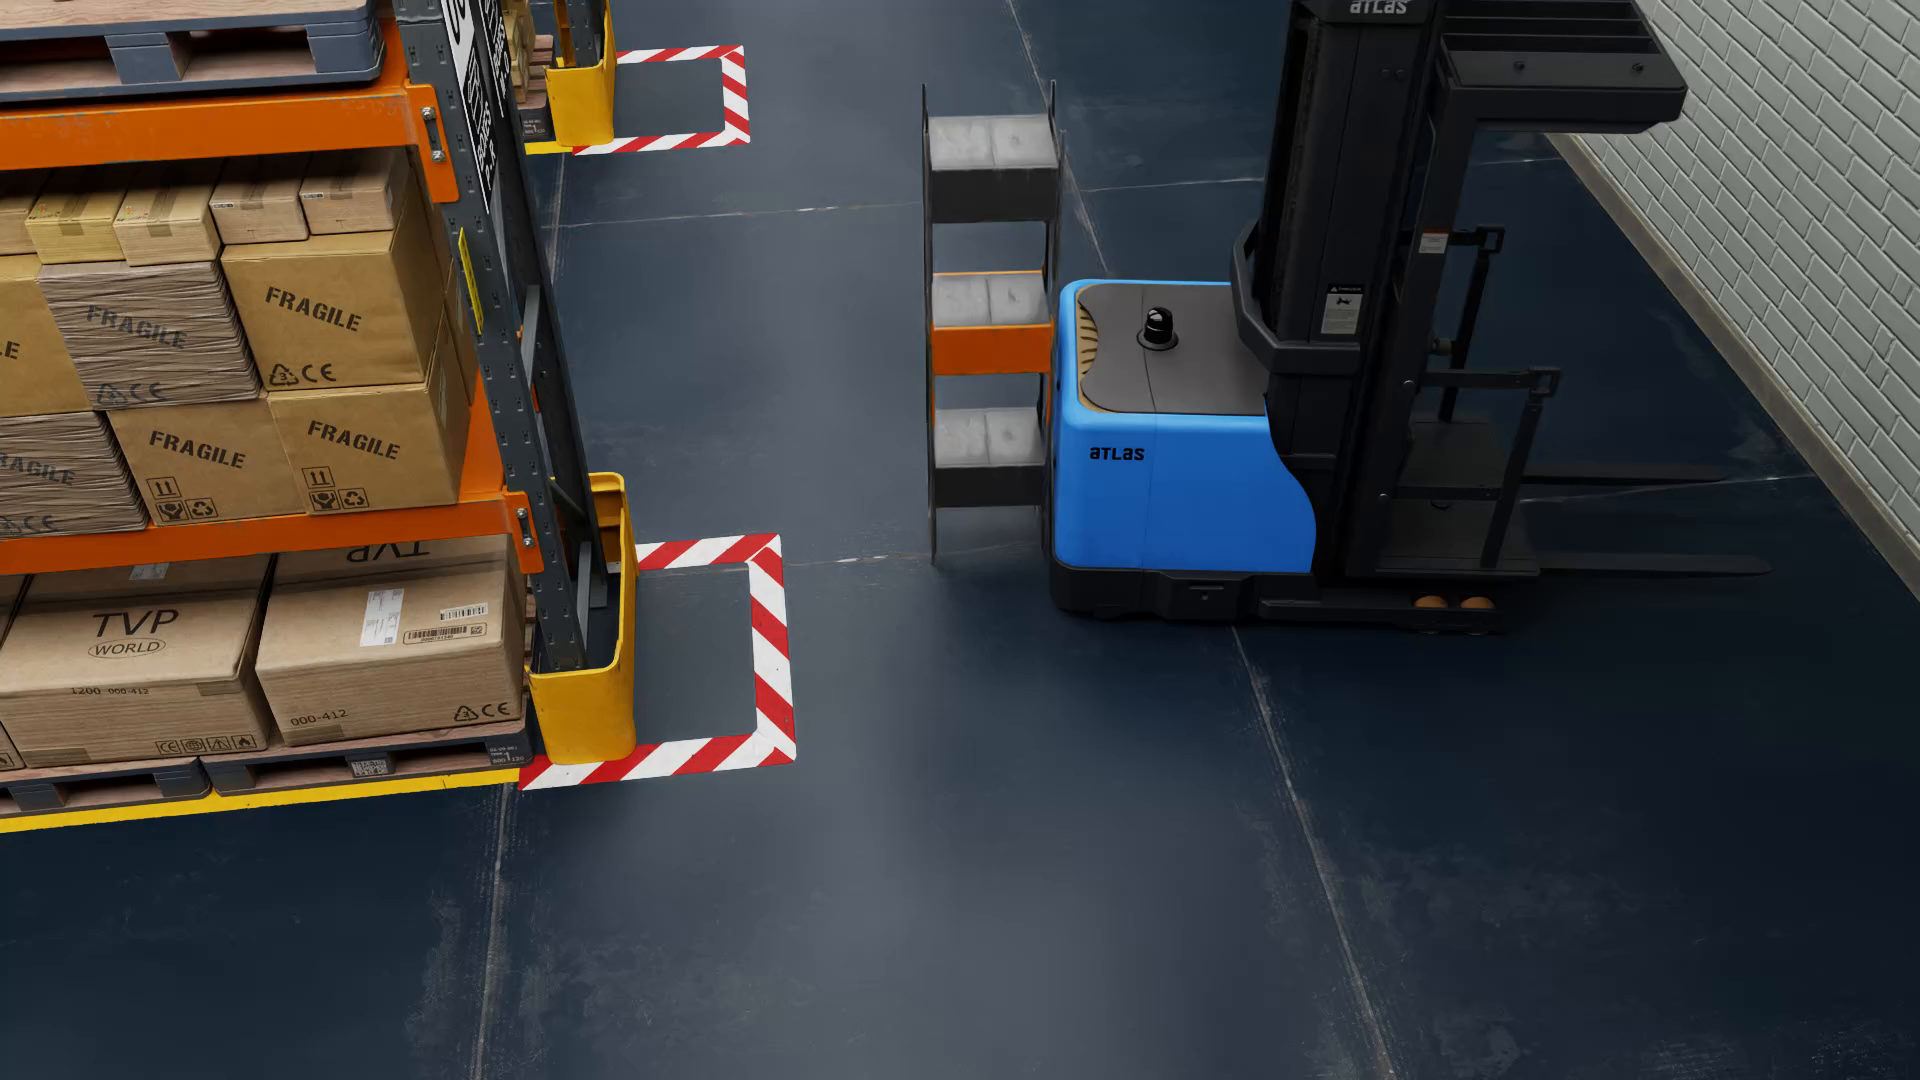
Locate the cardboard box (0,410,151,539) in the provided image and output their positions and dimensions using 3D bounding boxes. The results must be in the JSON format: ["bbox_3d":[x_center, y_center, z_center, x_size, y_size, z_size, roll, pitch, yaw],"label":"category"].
[{"bbox_3d":[-2.994,-0.364,5.555,0.500,0.500,0.500,-4,42,-4],"label":"cardboard box"}]

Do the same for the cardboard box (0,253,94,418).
[{"bbox_3d":[-2.994,-0.732,5.216,0.500,0.500,0.500,-5,42,-6],"label":"cardboard box"}]

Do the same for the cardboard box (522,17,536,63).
[{"bbox_3d":[-2.845,-3.173,10.558,0.250,0.149,0.380,-4,42,-5],"label":"cardboard box"}]

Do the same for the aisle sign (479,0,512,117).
[{"bbox_3d":[-1.508,-1.794,5.273,0.004,0.787,0.394,-5,42,-6],"label":"aisle sign"}]

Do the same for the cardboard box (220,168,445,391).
[{"bbox_3d":[-1.989,-0.838,5.334,0.500,0.500,0.500,-4,42,-4],"label":"cardboard box"}]

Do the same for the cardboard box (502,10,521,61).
[{"bbox_3d":[-2.776,-3.012,9.936,0.250,0.149,0.380,-5,42,-5],"label":"cardboard box"}]

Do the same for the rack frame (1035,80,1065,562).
[{"bbox_3d":[0.360,-0.815,6.801,0.015,2.100,0.400,-2,42,-2],"label":"rack frame"}]

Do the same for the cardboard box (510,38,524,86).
[{"bbox_3d":[-2.770,-2.881,10.012,0.250,0.149,0.380,-6,42,-7],"label":"cardboard box"}]

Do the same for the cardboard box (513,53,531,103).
[{"bbox_3d":[-2.779,-2.822,10.169,0.250,0.149,0.380,-4,42,-5],"label":"cardboard box"}]

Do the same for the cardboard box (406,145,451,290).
[{"bbox_3d":[-2.055,-1.186,5.719,0.500,0.500,0.500,-6,42,-6],"label":"cardboard box"}]

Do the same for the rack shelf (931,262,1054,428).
[{"bbox_3d":[0.117,-0.797,6.801,0.480,0.518,0.431,-2,42,-2],"label":"rack shelf"}]

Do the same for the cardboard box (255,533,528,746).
[{"bbox_3d":[-2.183,0.289,6.504,0.875,0.438,0.875,-6,42,-7],"label":"cardboard box"}]

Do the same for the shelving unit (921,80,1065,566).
[{"bbox_3d":[0.117,-0.807,6.792,0.503,2.100,0.431,-2,42,-2],"label":"shelving unit"}]

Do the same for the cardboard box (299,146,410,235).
[{"bbox_3d":[-1.872,-1.115,5.156,0.250,0.149,0.380,-4,42,-5],"label":"cardboard box"}]

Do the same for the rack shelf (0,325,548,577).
[{"bbox_3d":[-3.525,-0.189,5.972,4.000,0.370,1.077,-5,42,-6],"label":"rack shelf"}]

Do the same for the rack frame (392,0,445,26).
[{"bbox_3d":[-1.542,-2.857,3.914,0.127,3.000,1.000,-5,42,-6],"label":"rack frame"}]

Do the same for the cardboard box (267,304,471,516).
[{"bbox_3d":[-1.986,-0.449,5.649,0.500,0.500,0.500,-5,42,-5],"label":"cardboard box"}]

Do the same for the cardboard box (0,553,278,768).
[{"bbox_3d":[-3.090,0.375,6.410,0.875,0.438,0.875,-4,42,-4],"label":"cardboard box"}]

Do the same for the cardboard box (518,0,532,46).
[{"bbox_3d":[-2.837,-3.241,10.412,0.250,0.149,0.380,-3,42,-4],"label":"cardboard box"}]

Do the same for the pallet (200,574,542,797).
[{"bbox_3d":[-2.325,0.527,6.723,1.213,0.211,1.003,-5,42,-6],"label":"pallet"}]

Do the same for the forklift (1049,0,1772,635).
[{"bbox_3d":[1.913,-1.053,6.444,3.031,2.935,1.130,1,42,2],"label":"forklift"}]

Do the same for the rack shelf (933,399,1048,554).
[{"bbox_3d":[0.117,-0.277,7.270,0.480,0.518,0.431,-2,42,-2],"label":"rack shelf"}]

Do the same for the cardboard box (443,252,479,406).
[{"bbox_3d":[-2.055,-0.816,6.055,0.500,0.500,0.500,-5,42,-6],"label":"cardboard box"}]

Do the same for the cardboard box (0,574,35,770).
[{"bbox_3d":[-3.984,0.452,6.324,0.875,0.438,0.875,-6,42,-7],"label":"cardboard box"}]

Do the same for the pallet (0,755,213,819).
[{"bbox_3d":[-3.532,0.631,6.608,1.213,0.211,1.003,-5,42,-6],"label":"pallet"}]

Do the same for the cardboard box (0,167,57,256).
[{"bbox_3d":[-2.889,-1.028,5.060,0.250,0.149,0.380,-5,42,-6],"label":"cardboard box"}]

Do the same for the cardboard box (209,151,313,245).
[{"bbox_3d":[-2.120,-1.077,5.114,0.250,0.149,0.380,-4,42,-5],"label":"cardboard box"}]

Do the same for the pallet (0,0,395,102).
[{"bbox_3d":[-2.276,-1.639,4.870,1.213,0.211,1.003,-5,42,-6],"label":"pallet"}]

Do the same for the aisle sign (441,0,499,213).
[{"bbox_3d":[-1.430,-1.395,4.832,0.004,0.787,0.394,-5,42,-6],"label":"aisle sign"}]

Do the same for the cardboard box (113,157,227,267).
[{"bbox_3d":[-2.365,-0.999,5.027,0.250,0.149,0.380,-5,42,-6],"label":"cardboard box"}]

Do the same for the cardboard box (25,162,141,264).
[{"bbox_3d":[-2.621,-1.004,5.033,0.250,0.149,0.380,-4,42,-5],"label":"cardboard box"}]

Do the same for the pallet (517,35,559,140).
[{"bbox_3d":[-3.169,-2.819,10.433,1.213,0.211,1.003,-5,42,-6],"label":"pallet"}]

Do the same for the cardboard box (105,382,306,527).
[{"bbox_3d":[-2.485,-0.416,5.612,0.500,0.500,0.500,-6,42,-6],"label":"cardboard box"}]

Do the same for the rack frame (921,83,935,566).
[{"bbox_3d":[-0.127,-0.799,6.783,0.015,2.100,0.400,-2,42,-2],"label":"rack frame"}]

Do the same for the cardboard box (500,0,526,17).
[{"bbox_3d":[-2.847,-3.407,10.373,0.250,0.149,0.380,-7,42,-7],"label":"cardboard box"}]

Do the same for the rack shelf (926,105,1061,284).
[{"bbox_3d":[0.117,-1.317,6.332,0.480,0.518,0.431,-2,42,-2],"label":"rack shelf"}]

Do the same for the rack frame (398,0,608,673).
[{"bbox_3d":[-1.542,-0.630,5.924,0.127,3.000,1.000,-5,42,-6],"label":"rack frame"}]

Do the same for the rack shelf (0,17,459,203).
[{"bbox_3d":[-3.525,-1.303,4.967,4.000,0.370,1.077,-5,42,-6],"label":"rack shelf"}]

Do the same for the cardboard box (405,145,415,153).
[{"bbox_3d":[-1.930,-1.432,5.508,0.250,0.149,0.380,-4,42,-5],"label":"cardboard box"}]

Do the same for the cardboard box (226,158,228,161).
[{"bbox_3d":[-2.566,-1.136,5.664,0.500,0.500,0.500,-6,42,-7],"label":"cardboard box"}]

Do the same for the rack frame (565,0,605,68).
[{"bbox_3d":[-2.284,-3.908,9.559,0.127,3.000,1.000,-5,42,-6],"label":"rack frame"}]

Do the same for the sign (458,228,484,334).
[{"bbox_3d":[-1.485,-0.786,5.056,0.005,0.325,0.100,-5,42,-6],"label":"sign"}]

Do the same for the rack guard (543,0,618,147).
[{"bbox_3d":[-2.359,-2.974,10.389,0.348,0.500,1.175,-5,42,-6],"label":"rack guard"}]

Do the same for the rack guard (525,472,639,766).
[{"bbox_3d":[-1.518,0.296,6.763,0.348,0.500,1.175,-5,42,-6],"label":"rack guard"}]

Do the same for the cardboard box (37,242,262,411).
[{"bbox_3d":[-2.503,-0.773,5.262,0.500,0.500,0.500,-5,42,-5],"label":"cardboard box"}]
